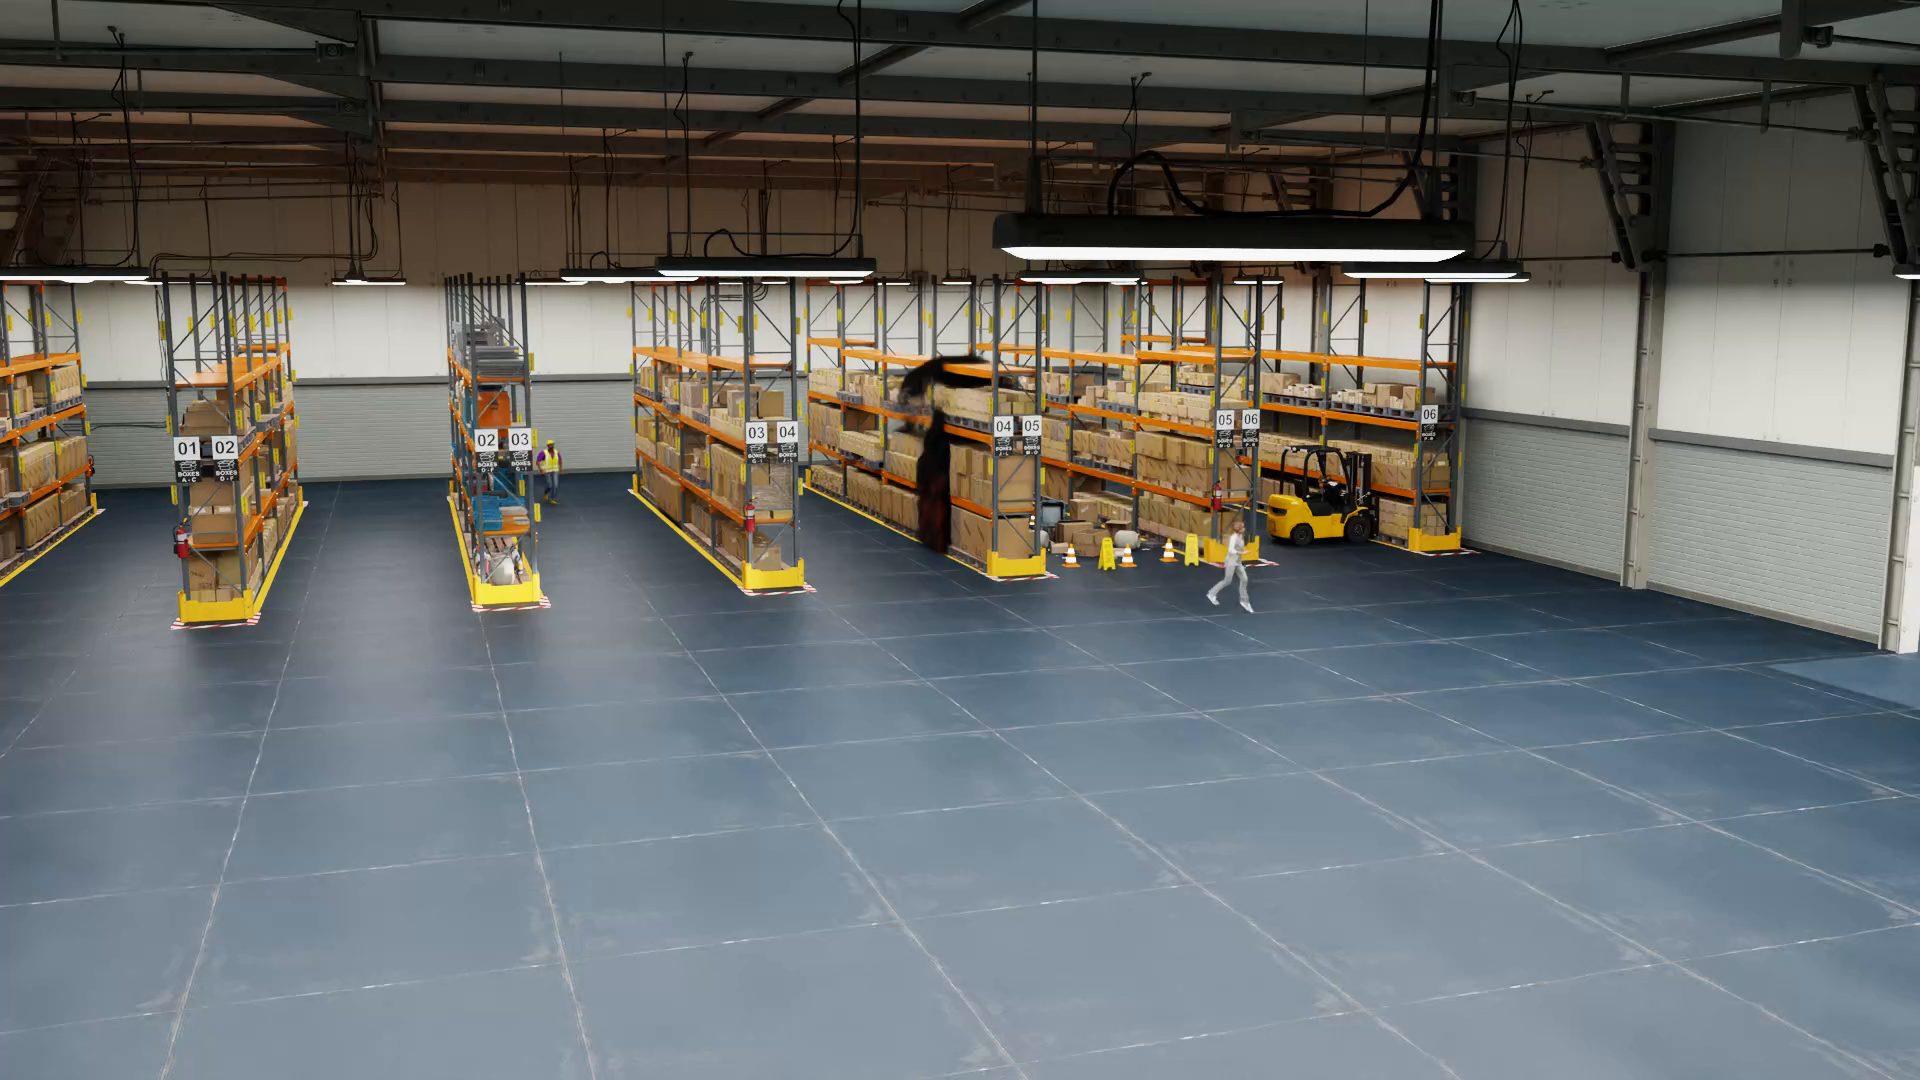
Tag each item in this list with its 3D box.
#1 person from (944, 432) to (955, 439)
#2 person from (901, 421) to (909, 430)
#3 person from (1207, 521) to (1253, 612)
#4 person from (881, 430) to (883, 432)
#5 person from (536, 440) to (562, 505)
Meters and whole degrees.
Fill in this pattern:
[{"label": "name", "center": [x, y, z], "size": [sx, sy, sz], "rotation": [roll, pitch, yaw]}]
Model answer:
[{"label": "person", "center": [-0.361, -2.772, 51.004], "size": [0.582, 1.621, 0.561], "rotation": [-3, 9, -18]}, {"label": "person", "center": [-1.720, -2.887, 51.771], "size": [0.585, 1.617, 0.579], "rotation": [-7, 11, -39]}, {"label": "person", "center": [4.863, 0.455, 29.813], "size": [0.879, 1.619, 0.562], "rotation": [5, 10, 28]}, {"label": "person", "center": [-2.343, -2.456, 49.068], "size": [0.662, 1.606, 0.536], "rotation": [-5, 10, -32]}, {"label": "person", "center": [-10.948, -1.819, 44.420], "size": [0.712, 1.727, 0.565], "rotation": [-6, 10, -33]}]
